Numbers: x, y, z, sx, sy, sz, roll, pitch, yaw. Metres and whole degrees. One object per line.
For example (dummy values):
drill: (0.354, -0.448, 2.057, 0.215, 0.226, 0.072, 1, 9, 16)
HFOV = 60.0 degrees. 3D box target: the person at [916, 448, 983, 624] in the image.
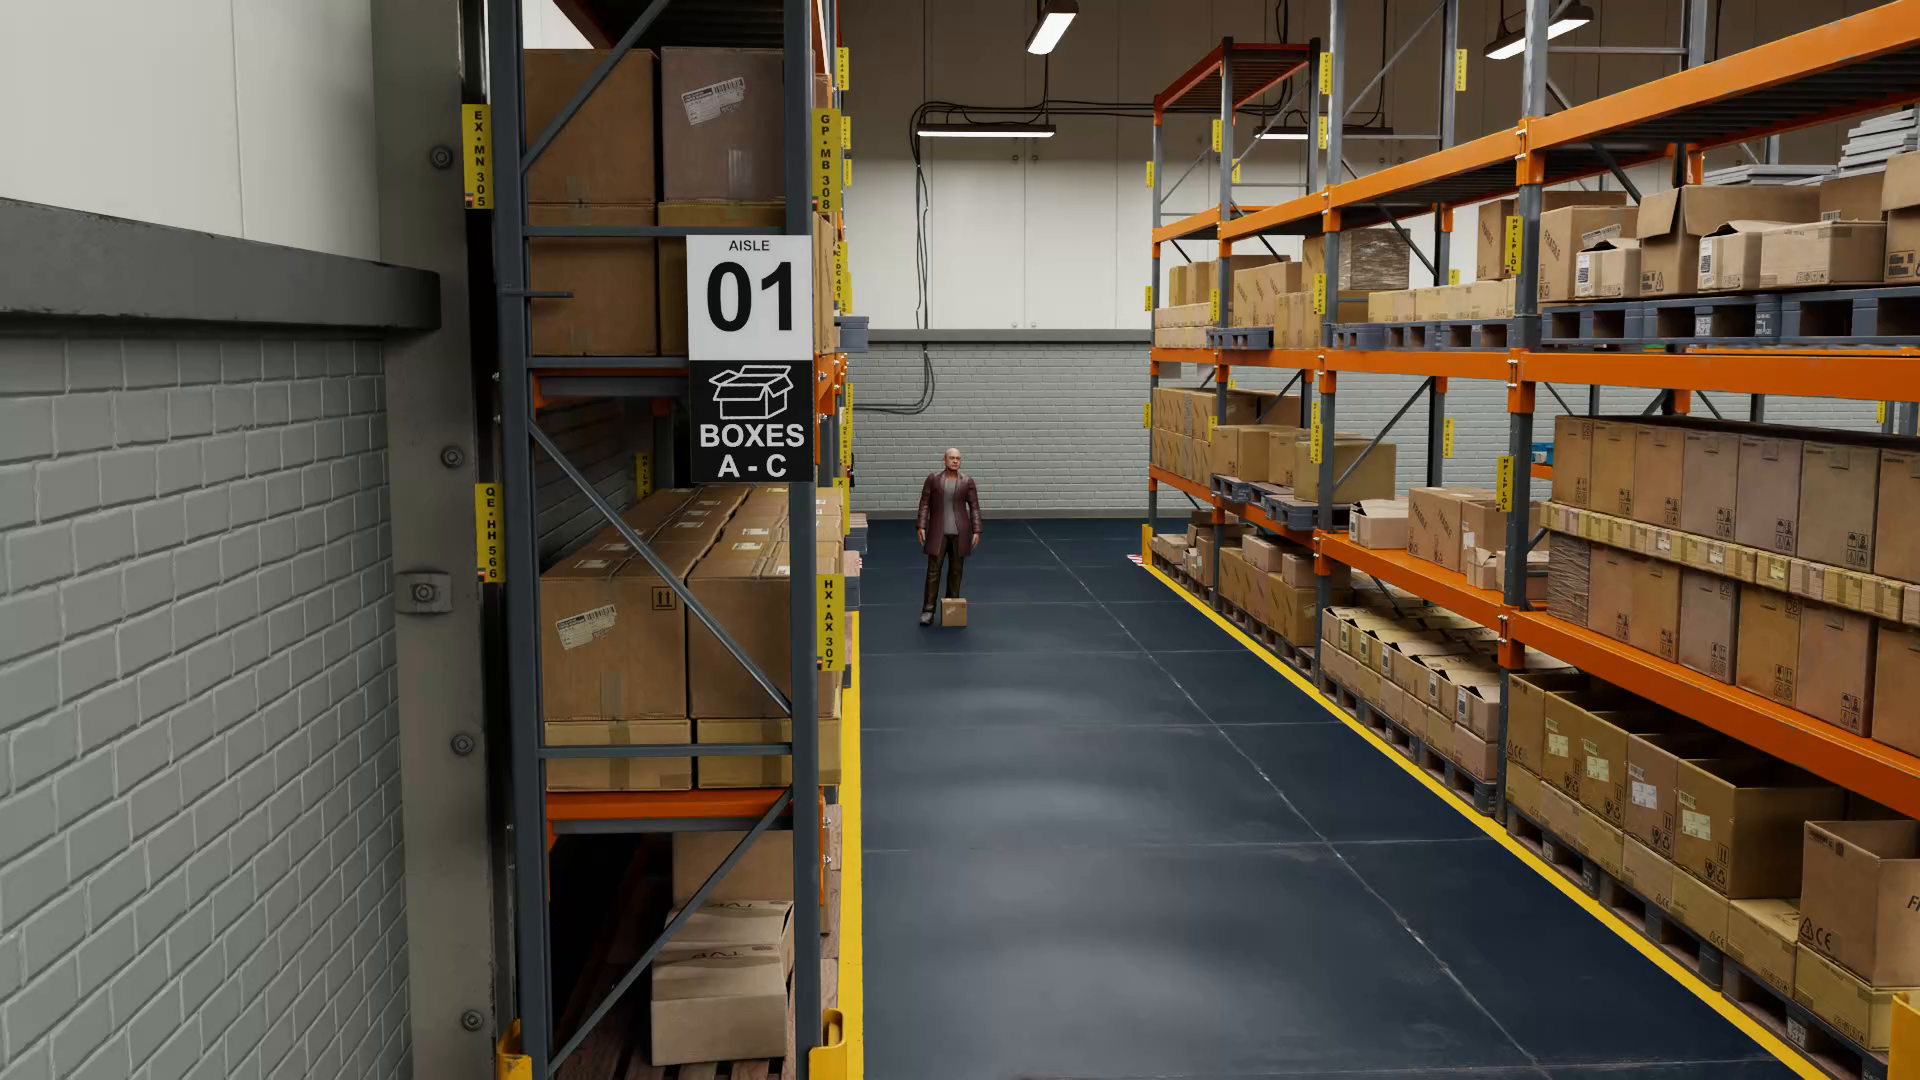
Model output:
person: (-0.107, -0.048, 17.122, 0.698, 1.778, 0.580, 0, 7, -3)
